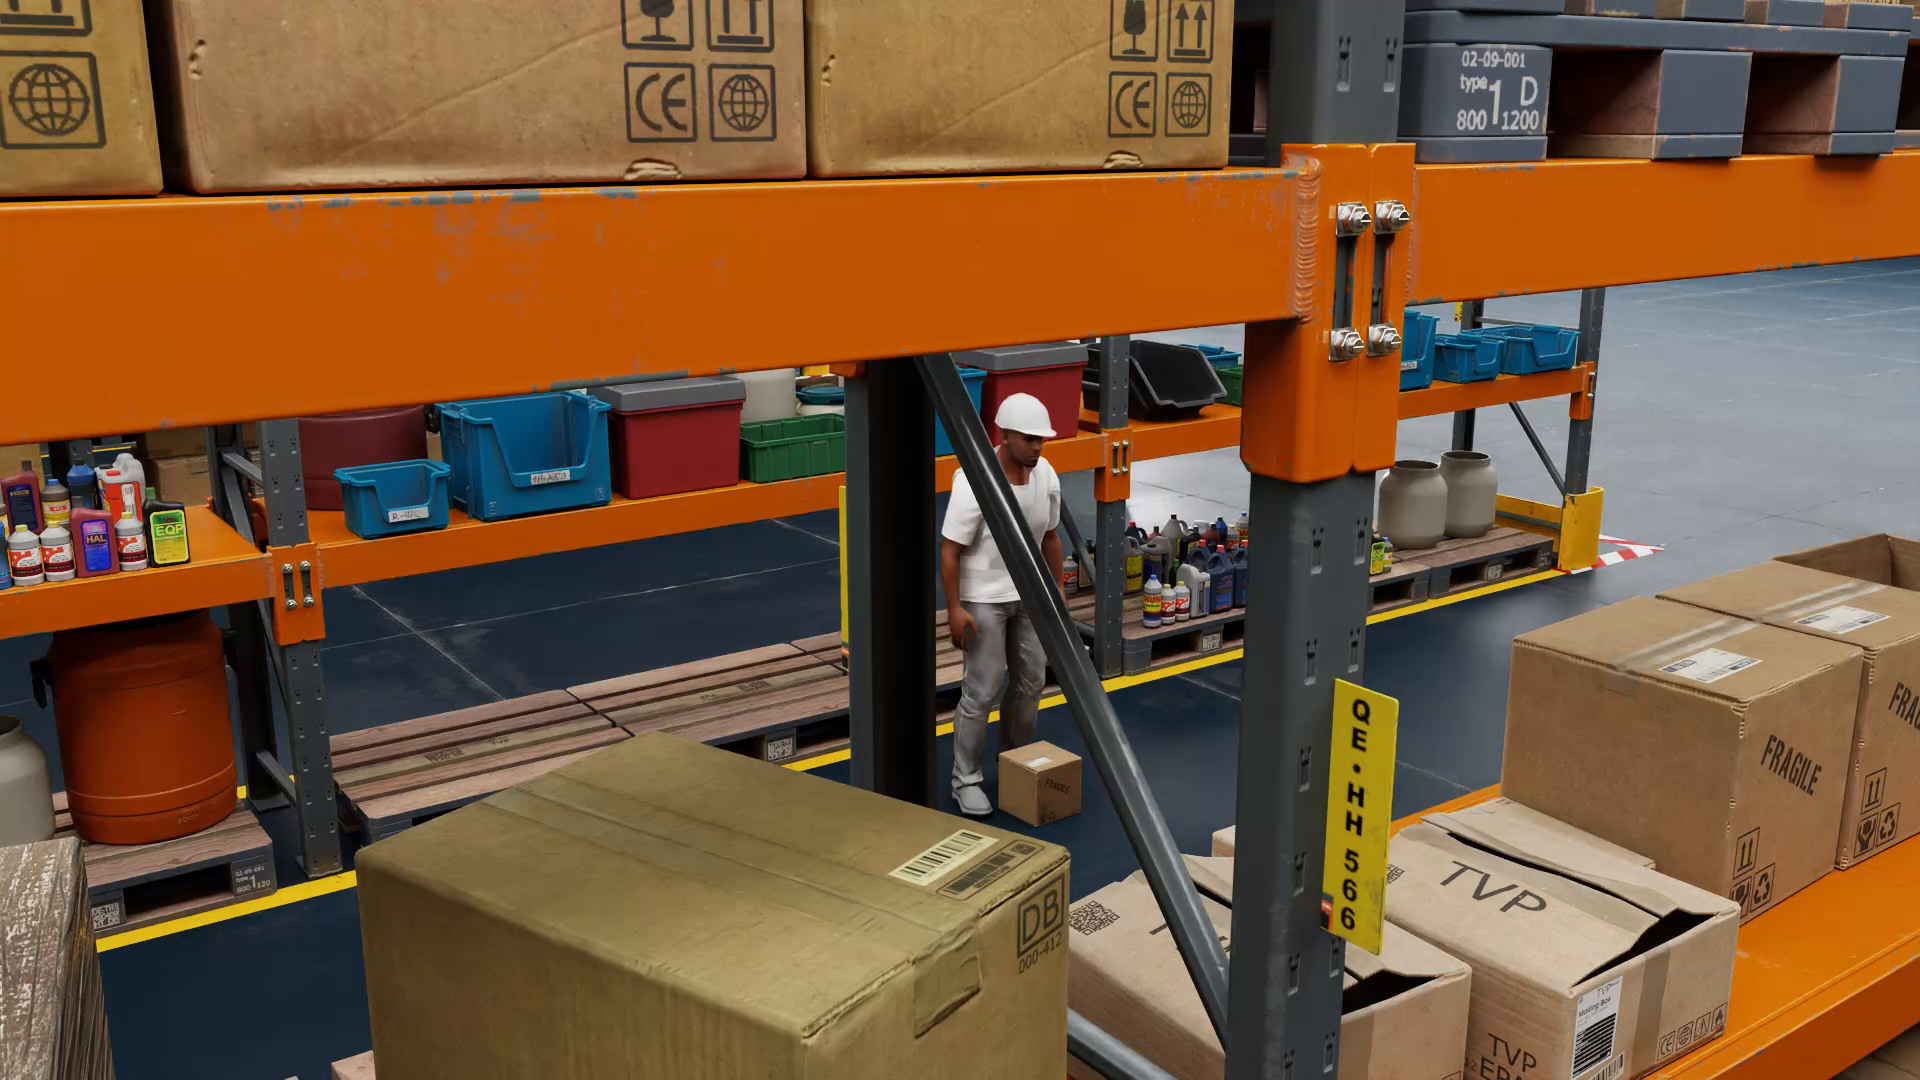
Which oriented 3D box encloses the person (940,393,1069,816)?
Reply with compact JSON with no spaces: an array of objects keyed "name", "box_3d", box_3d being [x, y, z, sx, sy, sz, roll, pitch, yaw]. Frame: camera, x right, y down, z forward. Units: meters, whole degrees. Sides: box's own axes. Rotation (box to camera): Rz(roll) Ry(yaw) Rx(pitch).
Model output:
[{"name":"person","box_3d":[0.200,0.251,6.990,0.635,1.760,0.462,-11,18,-36]}]
